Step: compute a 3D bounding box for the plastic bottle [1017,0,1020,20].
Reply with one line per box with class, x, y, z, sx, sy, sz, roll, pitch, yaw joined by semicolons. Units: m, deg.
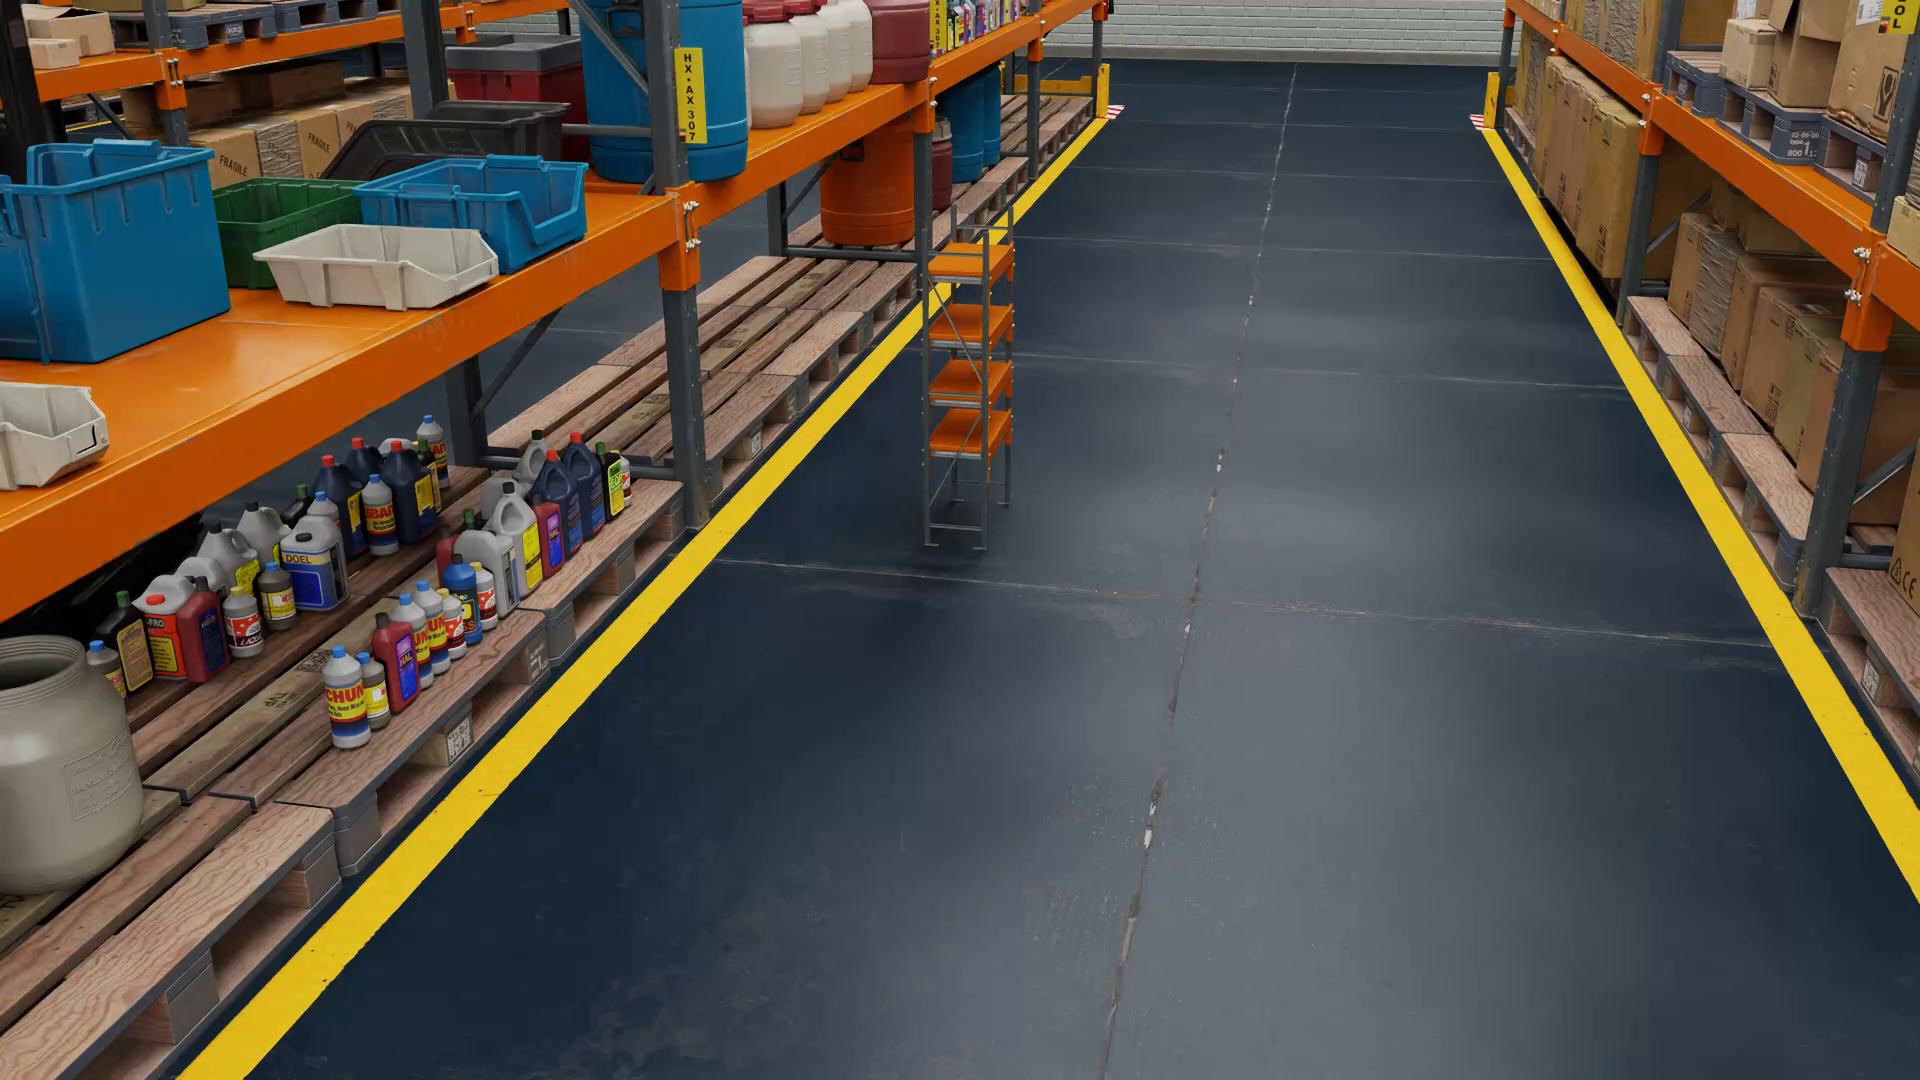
plastic bottle;0.386;-4.177;12.877;0.152;0.276;0.135;4;22;11

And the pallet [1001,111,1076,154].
pallet;0.509;-3.830;15.580;1.003;0.211;1.213;4;22;11

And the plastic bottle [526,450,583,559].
plastic bottle;-1.371;-0.126;5.607;0.144;0.351;0.185;3;22;8

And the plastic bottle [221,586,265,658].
plastic bottle;-2.120;0.236;4.910;0.097;0.201;0.097;0;22;0

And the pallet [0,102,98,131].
pallet;-9.317;-4.138;16.345;1.003;0.211;1.213;4;22;11

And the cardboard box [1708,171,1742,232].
cardboard box;4.075;-1.708;8.334;0.500;0.250;0.500;5;23;13

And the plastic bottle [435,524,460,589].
plastic bottle;-1.578;0.075;5.199;0.061;0.283;0.133;4;22;11

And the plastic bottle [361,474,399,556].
plastic bottle;-1.965;-0.091;5.627;0.097;0.271;0.097;0;22;0

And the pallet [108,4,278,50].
pallet;-5.445;-3.484;11.246;1.213;0.211;1.003;4;22;11

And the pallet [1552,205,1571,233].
pallet;4.915;-2.445;12.141;1.003;0.211;1.213;4;22;11

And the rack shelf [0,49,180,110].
rack shelf;-5.923;-2.255;8.900;1.077;0.370;4.000;4;22;11

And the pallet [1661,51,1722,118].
pallet;4.142;-2.206;8.072;1.213;0.211;1.003;4;22;11

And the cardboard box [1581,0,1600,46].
cardboard box;4.456;-3.556;11.035;0.500;0.500;0.500;4;22;10

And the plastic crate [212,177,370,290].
plastic crate;-2.036;-0.905;4.869;0.450;0.188;0.662;4;22;11

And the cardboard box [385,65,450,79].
cardboard box;-4.860;-4.057;15.170;0.500;0.500;0.500;4;22;11

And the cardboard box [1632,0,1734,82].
cardboard box;4.041;-2.809;9.179;0.500;0.500;0.500;5;23;13

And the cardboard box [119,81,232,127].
cardboard box;-5.546;-3.093;11.772;0.500;0.250;0.500;5;23;13

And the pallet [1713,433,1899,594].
pallet;3.524;-0.092;6.299;1.003;0.211;1.213;4;22;11

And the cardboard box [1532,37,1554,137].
cardboard box;5.396;-3.800;14.055;0.875;0.875;0.875;4;22;11

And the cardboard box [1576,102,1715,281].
cardboard box;4.344;-2.023;9.644;1.225;0.875;0.875;3;22;8

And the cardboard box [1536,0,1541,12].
cardboard box;4.950;-4.423;13.656;0.380;0.149;0.250;5;22;12

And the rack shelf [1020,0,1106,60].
rack shelf;0.558;-4.801;15.223;1.077;0.370;4.000;4;22;11

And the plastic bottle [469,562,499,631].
plastic bottle;-1.471;0.166;5.083;0.097;0.201;0.097;0;22;0

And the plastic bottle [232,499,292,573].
plastic bottle;-2.178;0.035;5.209;0.144;0.351;0.185;4;22;10

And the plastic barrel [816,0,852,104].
plastic barrel;-0.753;-2.446;8.263;0.421;0.512;0.421;0;22;0

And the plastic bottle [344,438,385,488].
plastic bottle;-2.053;-0.190;5.766;0.144;0.351;0.185;5;22;12

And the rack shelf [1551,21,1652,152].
rack shelf;4.591;-2.961;10.654;1.077;0.370;4.000;4;22;11

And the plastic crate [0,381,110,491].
plastic crate;-1.801;-0.196;3.177;0.298;0.136;0.250;4;22;11

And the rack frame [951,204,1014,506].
rack frame;0.084;-0.706;6.501;0.240;1.200;0.015;4;22;11

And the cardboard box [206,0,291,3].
cardboard box;-5.123;-4.120;11.872;0.700;0.500;0.500;9;24;21

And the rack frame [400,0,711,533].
rack frame;-1.482;-1.478;6.008;1.000;3.000;0.127;4;22;11

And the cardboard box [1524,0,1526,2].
cardboard box;5.160;-4.797;14.587;0.380;0.149;0.250;4;22;10

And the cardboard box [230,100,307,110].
cardboard box;-5.346;-3.106;12.808;0.500;0.500;0.500;4;22;9

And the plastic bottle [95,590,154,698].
plastic bottle;-2.347;0.292;4.661;0.061;0.283;0.133;5;22;12

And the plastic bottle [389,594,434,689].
plastic bottle;-1.553;0.282;4.702;0.097;0.271;0.097;0;22;0

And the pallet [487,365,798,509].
pallet;-1.360;-0.475;7.250;1.003;0.211;1.213;4;22;11

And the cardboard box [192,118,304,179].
cardboard box;-5.040;-2.701;11.802;0.500;0.500;0.500;4;22;9

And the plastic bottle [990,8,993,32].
plastic bottle;0.184;-3.731;11.868;0.097;0.201;0.097;0;22;0

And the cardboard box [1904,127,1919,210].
cardboard box;3.214;-1.125;4.600;0.875;0.500;0.500;4;22;11

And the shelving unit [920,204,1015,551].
shelving unit;0.034;-0.617;6.280;0.258;1.200;0.503;4;22;11

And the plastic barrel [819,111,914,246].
plastic barrel;-0.583;-2.309;10.415;0.600;0.830;0.708;4;22;11

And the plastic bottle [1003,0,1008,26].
plastic bottle;0.283;-4.020;12.385;0.144;0.351;0.185;4;22;11

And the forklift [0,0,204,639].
forklift;-3.433;-1.229;5.481;1.130;2.935;3.031;-1;22;-1

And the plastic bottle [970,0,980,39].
plastic bottle;0.058;-3.617;11.385;0.144;0.351;0.185;4;22;11

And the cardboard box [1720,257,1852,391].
cardboard box;3.856;-0.950;7.453;0.700;0.500;0.500;6;23;15

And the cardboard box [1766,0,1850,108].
cardboard box;3.630;-1.984;6.565;0.797;0.503;0.637;7;23;16

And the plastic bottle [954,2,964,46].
plastic bottle;-0.022;-3.393;10.936;0.097;0.271;0.097;0;22;0

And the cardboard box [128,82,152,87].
cardboard box;-8.981;-5.027;17.603;0.700;0.500;0.500;4;22;9

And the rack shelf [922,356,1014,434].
rack shelf;0.034;-0.555;6.305;0.258;0.148;0.480;4;22;11

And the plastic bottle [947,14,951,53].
plastic bottle;-0.095;-3.235;10.527;0.061;0.283;0.133;4;22;11

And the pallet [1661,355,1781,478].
pallet;3.771;-0.539;7.410;1.003;0.211;1.213;4;22;11

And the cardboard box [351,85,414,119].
cardboard box;-4.627;-3.445;13.649;0.500;0.500;0.500;5;22;11

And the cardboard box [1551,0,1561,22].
cardboard box;4.740;-4.046;12.721;0.380;0.149;0.250;5;22;11

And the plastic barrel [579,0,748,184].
plastic barrel;-1.107;-1.829;6.208;0.600;0.901;0.708;4;22;11

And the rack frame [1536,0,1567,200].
rack frame;4.999;-4.026;12.335;1.000;3.000;0.127;4;22;11
